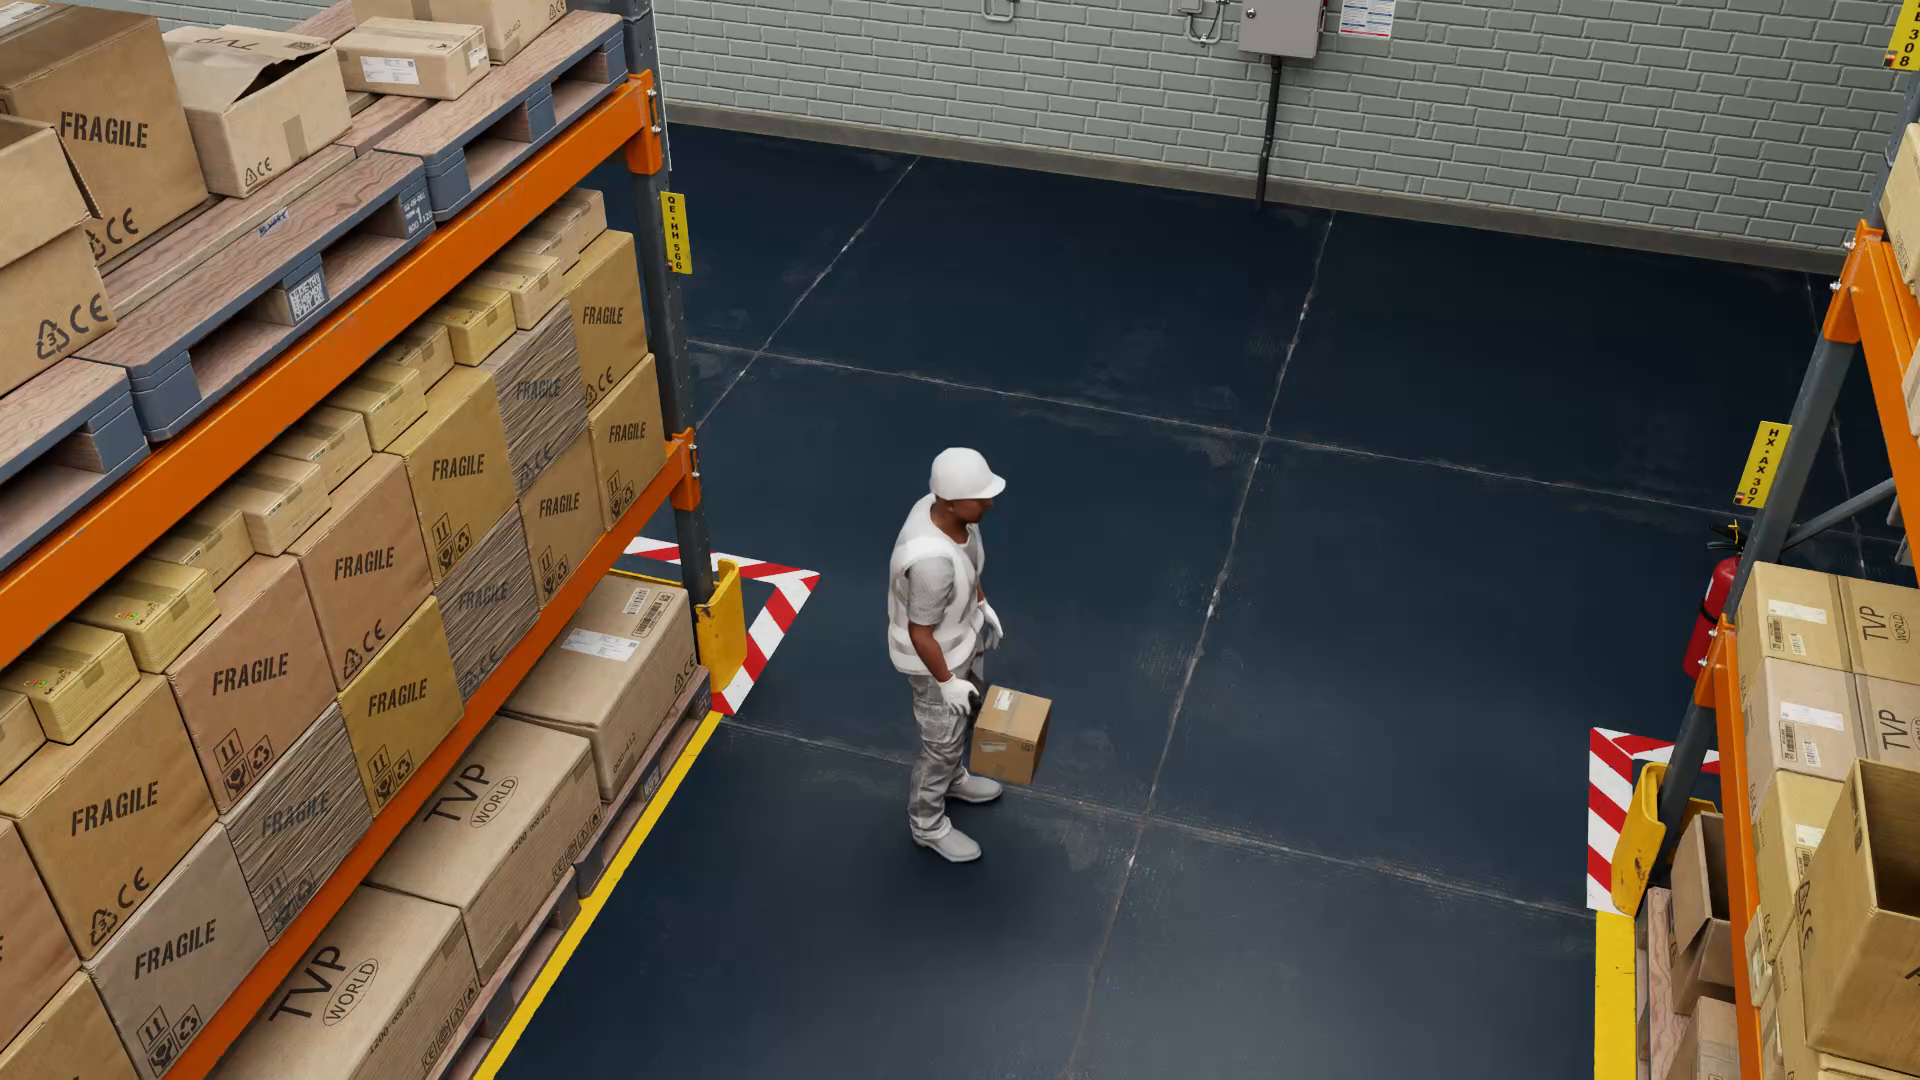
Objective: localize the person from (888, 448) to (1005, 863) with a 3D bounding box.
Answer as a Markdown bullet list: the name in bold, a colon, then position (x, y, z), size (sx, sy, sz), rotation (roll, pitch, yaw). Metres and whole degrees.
- **person**: position (-0.048, 0.406, 6.334), size (0.417, 1.780, 0.578), rotation (10, 38, 13)
